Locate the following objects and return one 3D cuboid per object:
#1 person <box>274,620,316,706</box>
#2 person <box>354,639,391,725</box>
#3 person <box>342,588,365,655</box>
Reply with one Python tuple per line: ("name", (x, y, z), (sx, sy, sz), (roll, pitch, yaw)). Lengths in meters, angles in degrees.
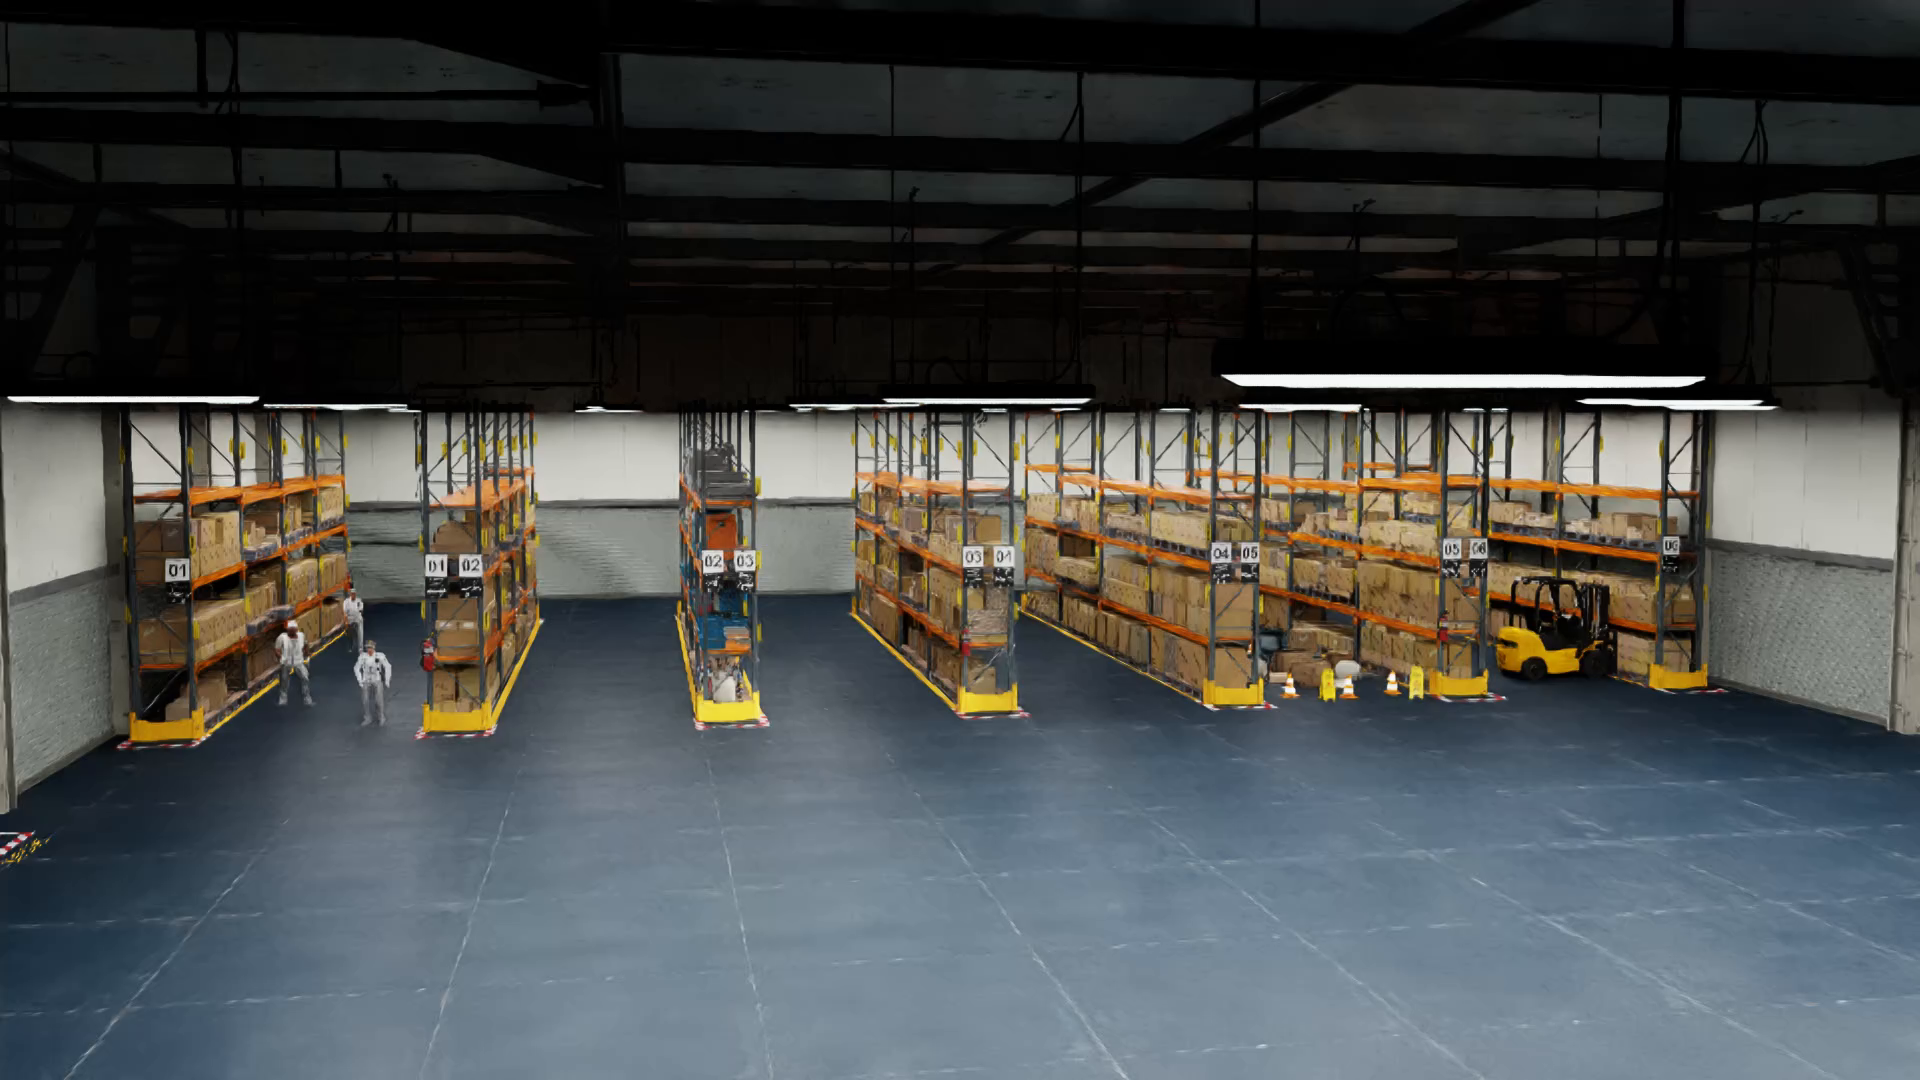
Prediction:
("person", (-13.070, 2.396, 32.574), (0.702, 1.713, 0.817), (-2, 5, -30))
("person", (-10.832, 2.605, 30.669), (0.636, 1.626, 0.521), (-1, 4, -8))
("person", (-14.393, 1.934, 39.469), (0.490, 1.597, 0.999), (-1, 5, -19))
